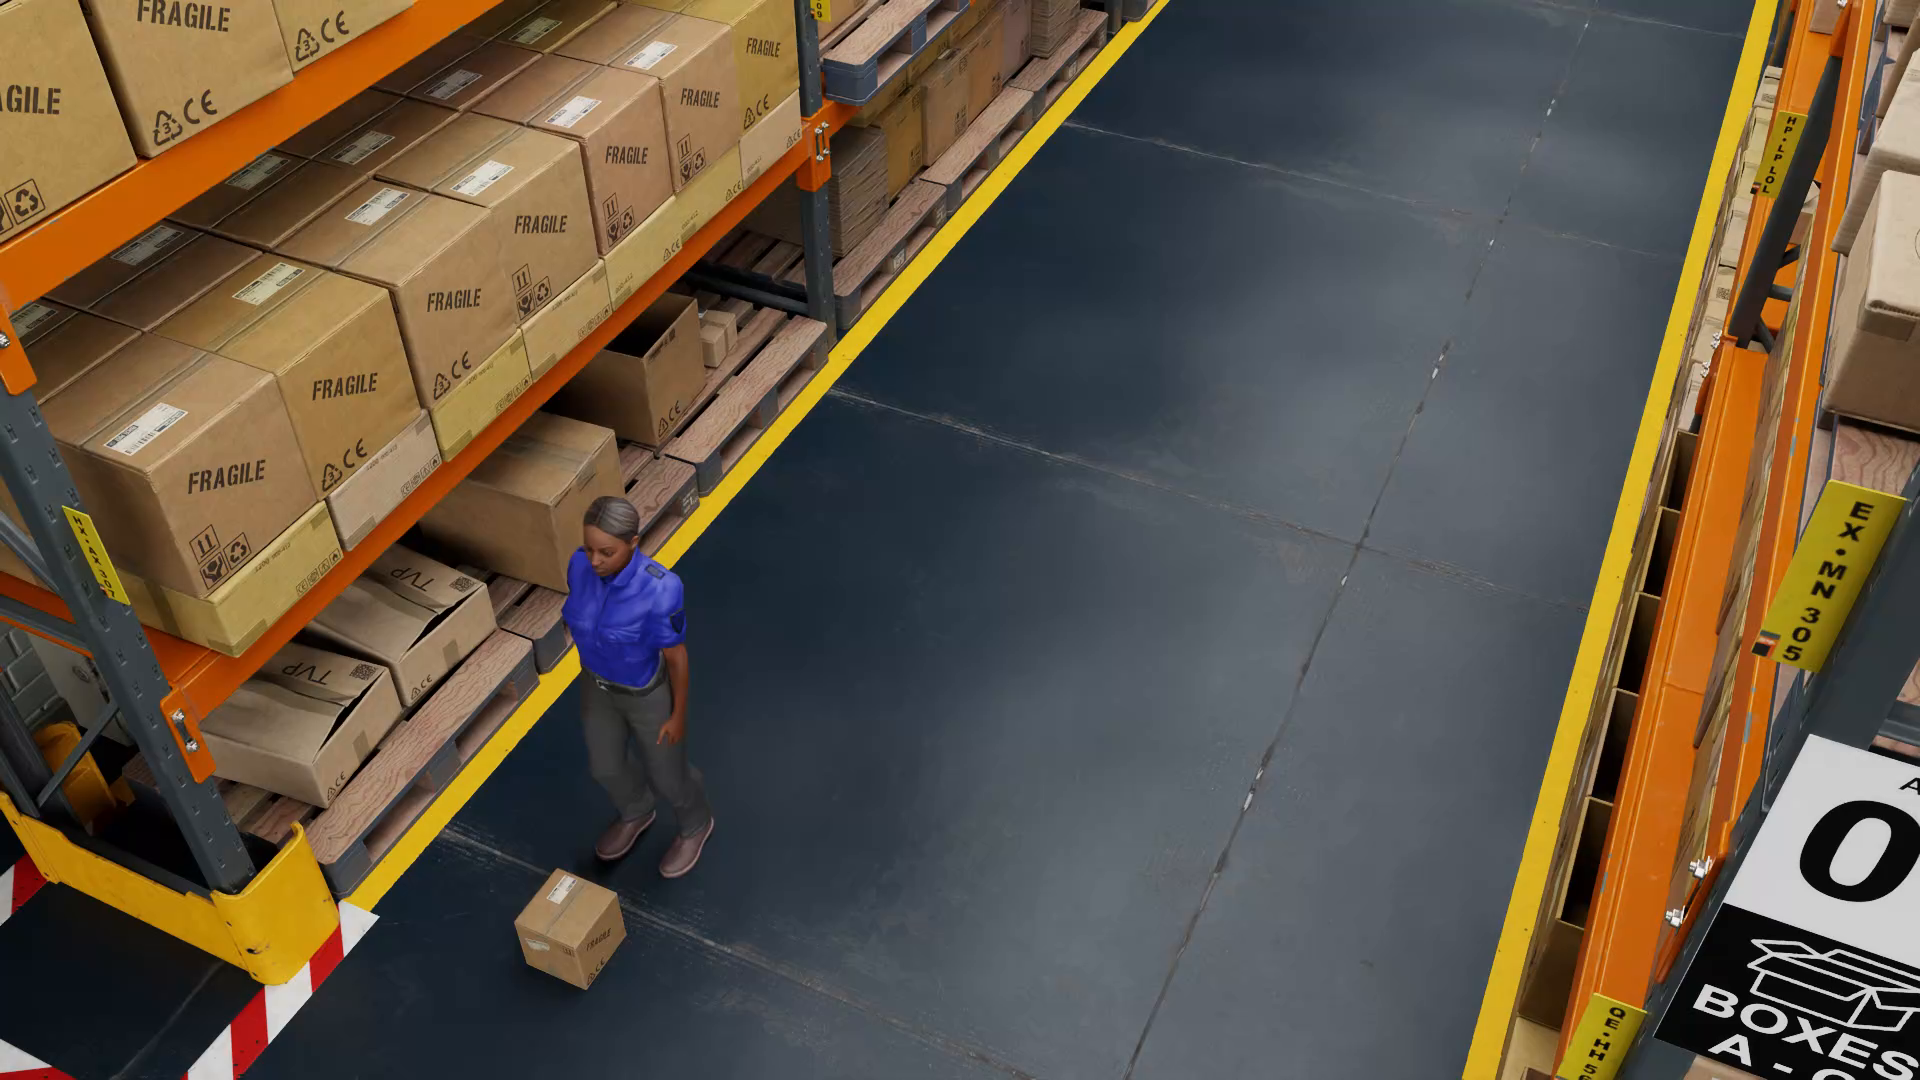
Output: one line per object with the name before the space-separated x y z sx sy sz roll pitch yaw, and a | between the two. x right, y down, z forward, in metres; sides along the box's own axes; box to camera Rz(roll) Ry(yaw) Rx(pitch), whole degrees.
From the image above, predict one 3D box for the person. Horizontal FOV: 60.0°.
person | -1.100 0.527 5.601 0.437 1.637 0.350 19 45 19
